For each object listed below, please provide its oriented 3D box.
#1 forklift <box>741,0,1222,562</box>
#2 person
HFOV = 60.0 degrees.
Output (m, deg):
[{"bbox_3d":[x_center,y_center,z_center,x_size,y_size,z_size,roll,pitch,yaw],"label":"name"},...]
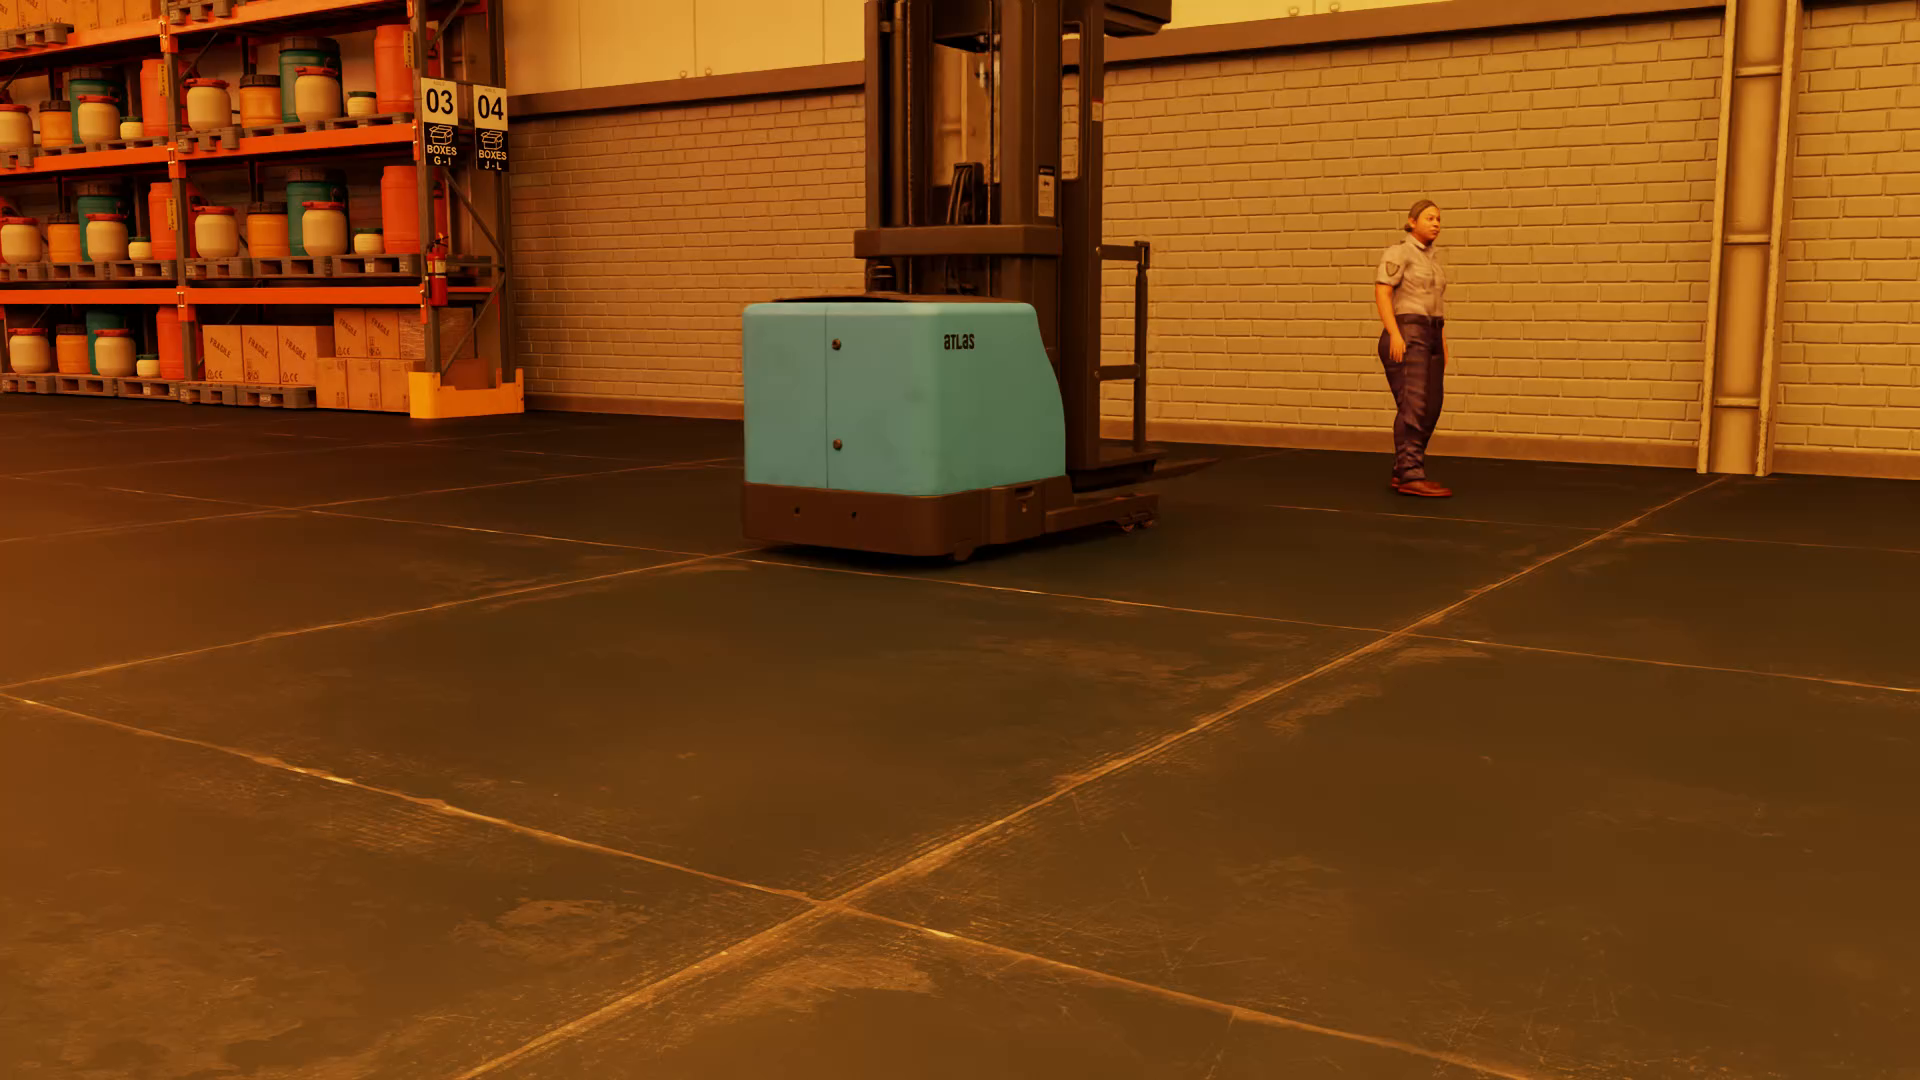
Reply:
[{"bbox_3d":[0.306,-1.526,7.922,1.130,2.935,3.031,6,10,34],"label":"forklift"},{"bbox_3d":[2.646,-1.089,9.408,0.492,1.652,0.632,6,10,37],"label":"person"}]
